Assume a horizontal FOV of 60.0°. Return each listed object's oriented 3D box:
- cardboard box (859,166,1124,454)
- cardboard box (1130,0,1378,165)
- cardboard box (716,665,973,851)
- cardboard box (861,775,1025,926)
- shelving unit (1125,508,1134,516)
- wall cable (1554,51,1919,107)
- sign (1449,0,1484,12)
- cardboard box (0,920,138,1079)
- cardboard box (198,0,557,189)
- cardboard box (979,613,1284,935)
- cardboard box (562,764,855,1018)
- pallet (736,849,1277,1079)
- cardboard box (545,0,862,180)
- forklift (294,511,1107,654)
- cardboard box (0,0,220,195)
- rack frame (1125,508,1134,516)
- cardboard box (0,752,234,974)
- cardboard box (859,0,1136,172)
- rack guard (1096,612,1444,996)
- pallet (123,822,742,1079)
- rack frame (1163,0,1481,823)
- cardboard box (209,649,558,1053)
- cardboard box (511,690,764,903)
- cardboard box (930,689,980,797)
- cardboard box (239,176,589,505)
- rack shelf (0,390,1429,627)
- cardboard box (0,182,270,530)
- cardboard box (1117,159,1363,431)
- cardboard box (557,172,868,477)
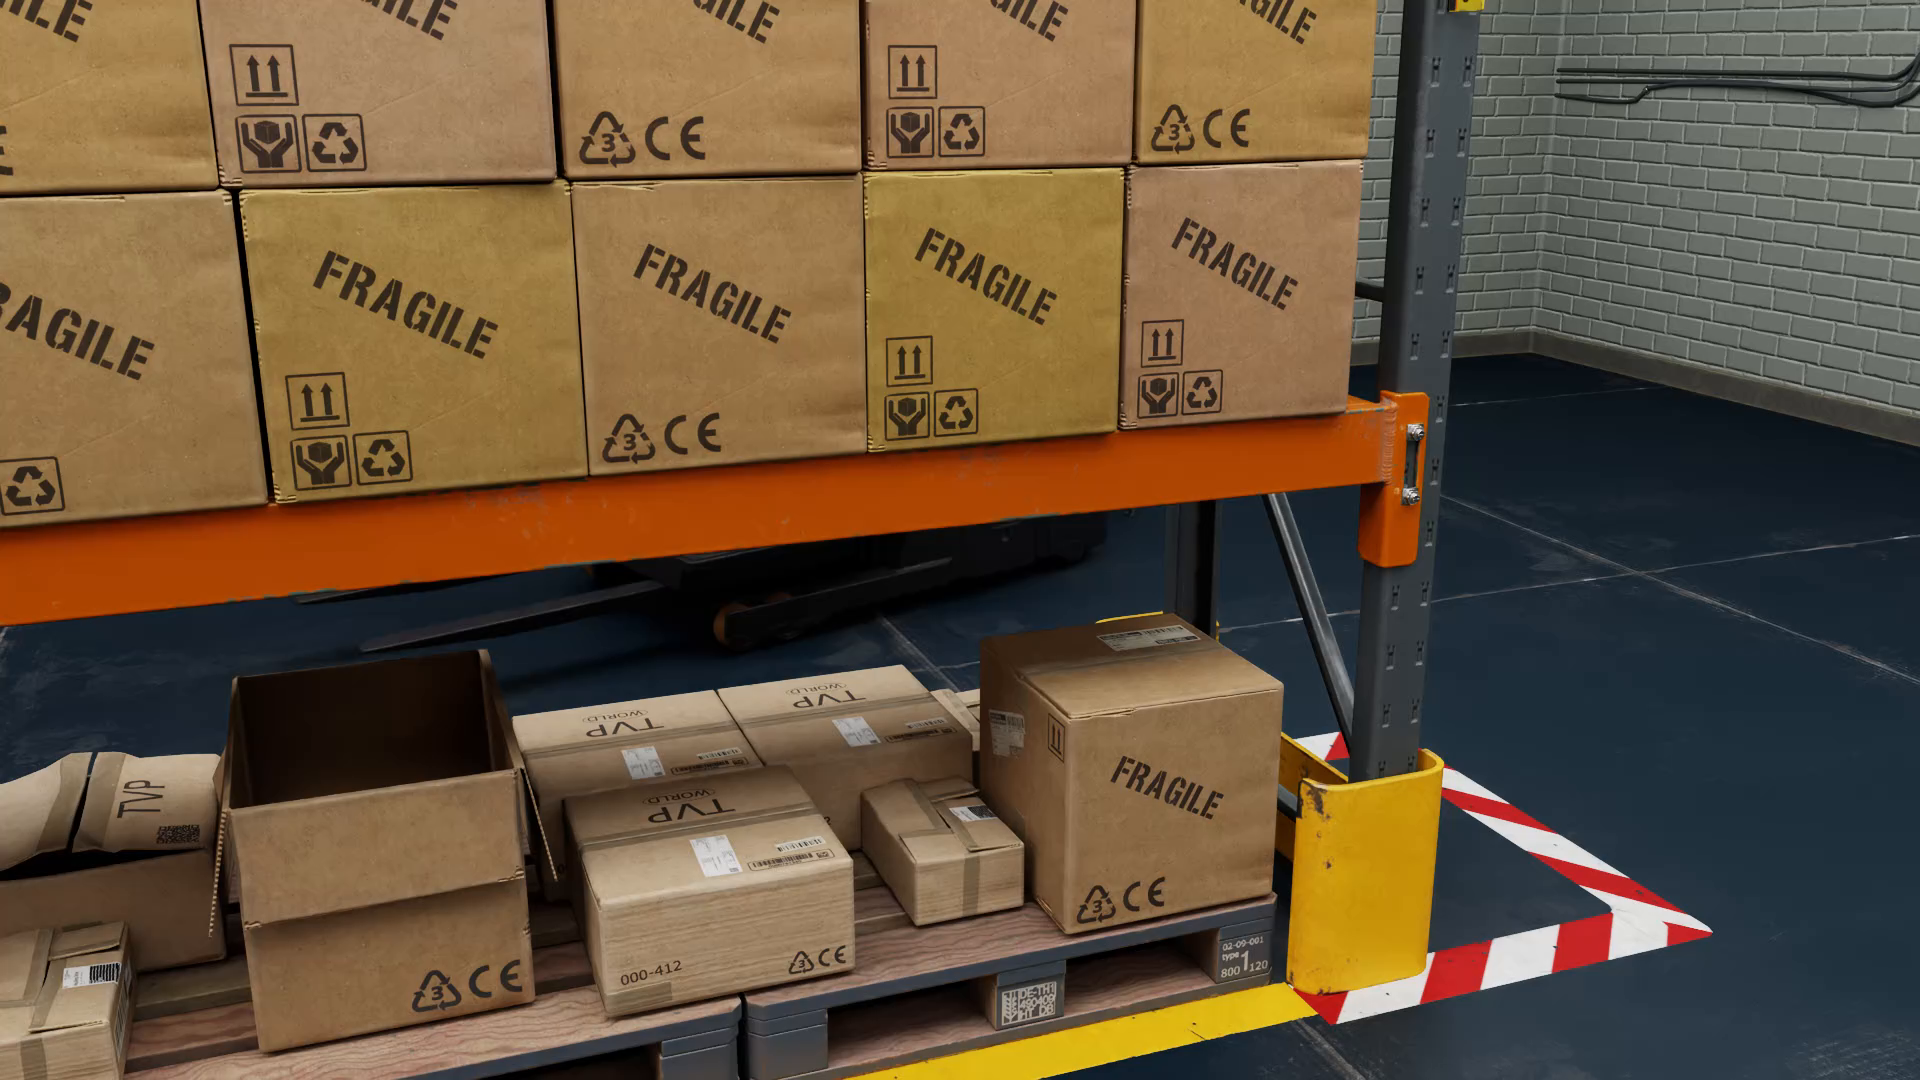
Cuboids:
[{"bbox_3d":[-0.018,-0.484,3.246,0.500,0.500,0.500,-6,17,-20],"label":"cardboard box"},{"bbox_3d":[0.468,-1.017,3.285,0.500,0.500,0.500,-6,18,-21],"label":"cardboard box"},{"bbox_3d":[-0.291,0.532,4.061,0.500,0.250,0.500,-6,17,-20],"label":"cardboard box"},{"bbox_3d":[-0.044,0.679,3.711,0.250,0.166,0.380,-6,17,-20],"label":"cardboard box"},{"bbox_3d":[0.505,-0.682,7.293,0.503,1.200,0.258,-8,18,-26],"label":"shelving unit"},{"bbox_3d":[4.419,-3.774,9.490,0.112,2.526,3.097,-6,17,-20],"label":"wall cable"},{"bbox_3d":[0.965,-1.165,3.128,0.005,0.325,0.100,-6,17,-20],"label":"sign"},{"bbox_3d":[-1.676,0.870,3.059,0.250,0.166,0.380,-6,17,-20],"label":"cardboard box"},{"bbox_3d":[-0.965,-0.860,2.752,0.500,0.500,0.500,-6,17,-18],"label":"cardboard box"},{"bbox_3d":[0.366,0.502,3.722,0.500,0.500,0.500,-6,17,-20],"label":"cardboard box"},{"bbox_3d":[-0.532,0.709,3.458,0.500,0.250,0.500,-6,17,-20],"label":"cardboard box"},{"bbox_3d":[-0.030,0.820,3.932,1.213,0.211,1.003,-6,17,-20],"label":"pallet"},{"bbox_3d":[-0.486,-0.912,2.929,0.500,0.500,0.500,-6,17,-19],"label":"cardboard box"},{"bbox_3d":[-0.864,-1.186,5.936,3.031,2.935,1.130,-13,21,-37],"label":"forklift"},{"bbox_3d":[-1.447,-0.808,2.574,0.500,0.500,0.500,-7,18,-22],"label":"cardboard box"},{"bbox_3d":[0.721,-0.714,7.401,0.015,1.200,0.240,-8,18,-26],"label":"rack frame"},{"bbox_3d":[-1.819,0.668,3.490,0.500,0.311,0.500,-6,17,-20],"label":"cardboard box"},{"bbox_3d":[-0.003,-0.966,3.111,0.500,0.500,0.500,-6,17,-19],"label":"cardboard box"},{"bbox_3d":[0.715,0.601,4.165,0.348,0.500,1.175,-6,17,-20],"label":"rack guard"},{"bbox_3d":[-1.167,0.942,3.516,1.213,0.211,1.003,-6,17,-20],"label":"pallet"},{"bbox_3d":[0.786,-0.606,3.839,0.127,3.000,1.000,-6,17,-20],"label":"rack frame"},{"bbox_3d":[-1.197,0.593,3.405,0.637,0.503,0.797,-6,17,-20],"label":"cardboard box"},{"bbox_3d":[-0.758,0.583,3.889,0.500,0.250,0.500,-6,17,-20],"label":"cardboard box"},{"bbox_3d":[0.038,0.519,4.255,0.250,0.166,0.380,-6,17,-20],"label":"cardboard box"},{"bbox_3d":[-0.957,-0.385,2.907,0.500,0.500,0.500,-6,18,-21],"label":"cardboard box"},{"bbox_3d":[-1.082,-0.060,3.254,4.000,0.370,1.077,-6,17,-20],"label":"rack shelf"},{"bbox_3d":[-1.431,-0.333,2.731,0.500,0.500,0.500,-6,17,-20],"label":"cardboard box"},{"bbox_3d":[0.465,-0.538,3.428,0.500,0.500,0.500,-6,17,-18],"label":"cardboard box"},{"bbox_3d":[-0.486,-0.435,3.080,0.500,0.500,0.500,-6,17,-20],"label":"cardboard box"}]
